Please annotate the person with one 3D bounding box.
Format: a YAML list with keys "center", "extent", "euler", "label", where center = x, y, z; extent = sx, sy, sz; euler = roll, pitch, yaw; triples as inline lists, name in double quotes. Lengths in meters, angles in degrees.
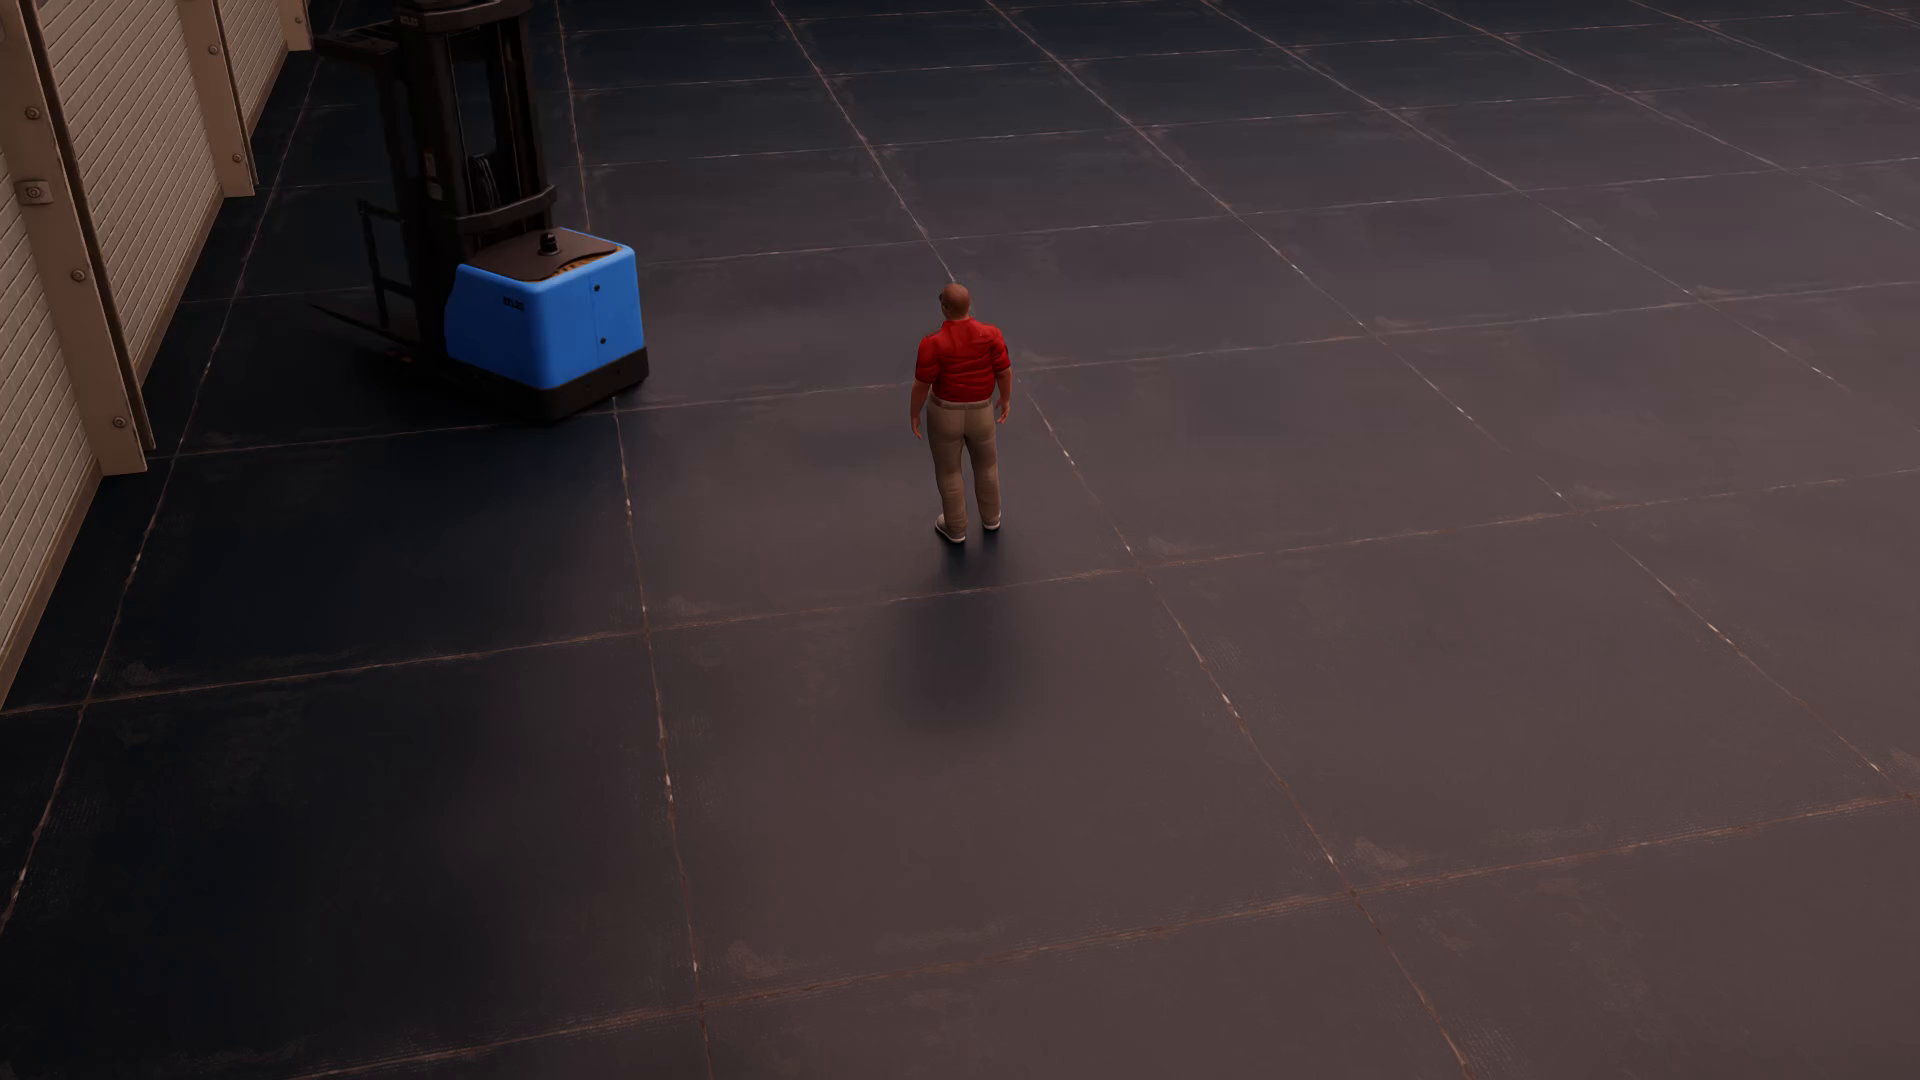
- center: [-0.009, -0.799, 10.141]
  extent: [0.640, 1.727, 0.551]
  euler: [-7, 31, -12]
  label: "person"

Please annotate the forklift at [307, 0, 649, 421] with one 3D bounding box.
- center: [-3.831, -2.689, 12.219]
  extent: [3.031, 2.935, 1.130]
  euler: [20, 35, 30]
  label: "forklift"
